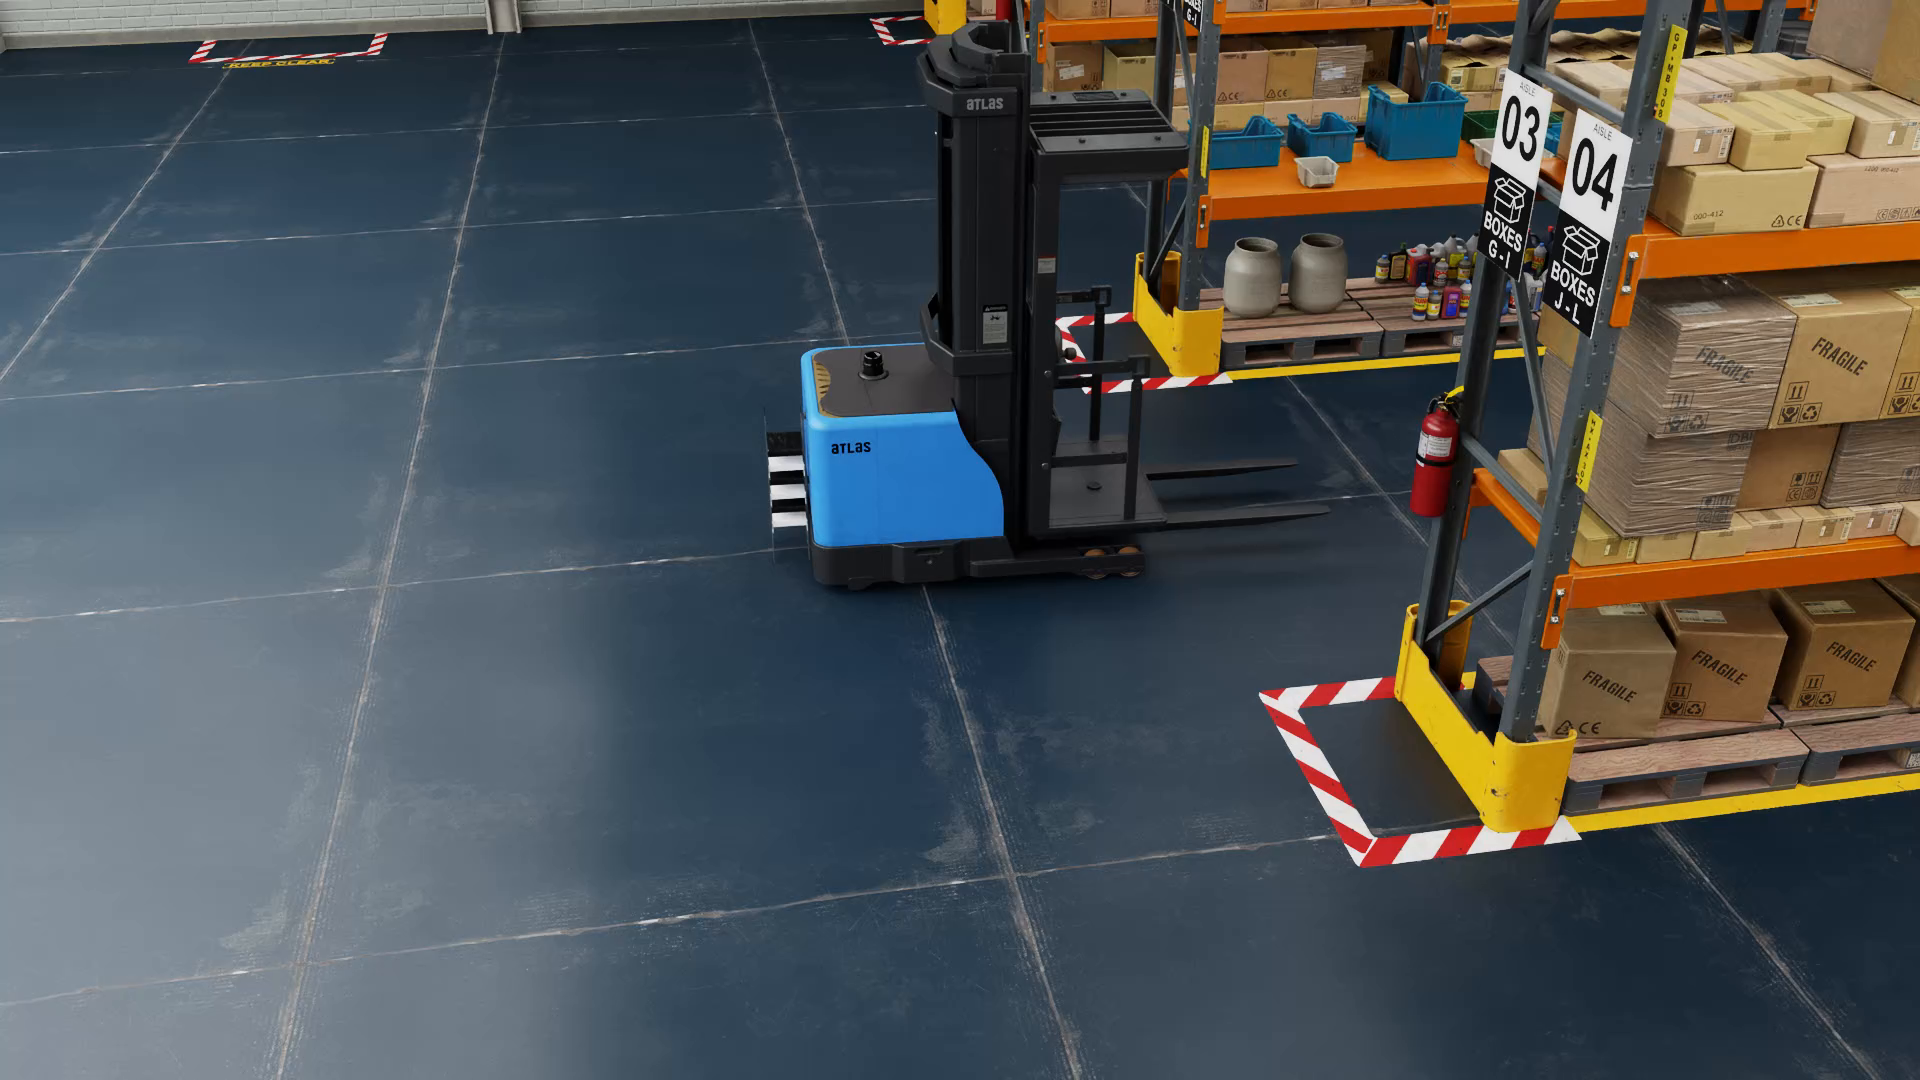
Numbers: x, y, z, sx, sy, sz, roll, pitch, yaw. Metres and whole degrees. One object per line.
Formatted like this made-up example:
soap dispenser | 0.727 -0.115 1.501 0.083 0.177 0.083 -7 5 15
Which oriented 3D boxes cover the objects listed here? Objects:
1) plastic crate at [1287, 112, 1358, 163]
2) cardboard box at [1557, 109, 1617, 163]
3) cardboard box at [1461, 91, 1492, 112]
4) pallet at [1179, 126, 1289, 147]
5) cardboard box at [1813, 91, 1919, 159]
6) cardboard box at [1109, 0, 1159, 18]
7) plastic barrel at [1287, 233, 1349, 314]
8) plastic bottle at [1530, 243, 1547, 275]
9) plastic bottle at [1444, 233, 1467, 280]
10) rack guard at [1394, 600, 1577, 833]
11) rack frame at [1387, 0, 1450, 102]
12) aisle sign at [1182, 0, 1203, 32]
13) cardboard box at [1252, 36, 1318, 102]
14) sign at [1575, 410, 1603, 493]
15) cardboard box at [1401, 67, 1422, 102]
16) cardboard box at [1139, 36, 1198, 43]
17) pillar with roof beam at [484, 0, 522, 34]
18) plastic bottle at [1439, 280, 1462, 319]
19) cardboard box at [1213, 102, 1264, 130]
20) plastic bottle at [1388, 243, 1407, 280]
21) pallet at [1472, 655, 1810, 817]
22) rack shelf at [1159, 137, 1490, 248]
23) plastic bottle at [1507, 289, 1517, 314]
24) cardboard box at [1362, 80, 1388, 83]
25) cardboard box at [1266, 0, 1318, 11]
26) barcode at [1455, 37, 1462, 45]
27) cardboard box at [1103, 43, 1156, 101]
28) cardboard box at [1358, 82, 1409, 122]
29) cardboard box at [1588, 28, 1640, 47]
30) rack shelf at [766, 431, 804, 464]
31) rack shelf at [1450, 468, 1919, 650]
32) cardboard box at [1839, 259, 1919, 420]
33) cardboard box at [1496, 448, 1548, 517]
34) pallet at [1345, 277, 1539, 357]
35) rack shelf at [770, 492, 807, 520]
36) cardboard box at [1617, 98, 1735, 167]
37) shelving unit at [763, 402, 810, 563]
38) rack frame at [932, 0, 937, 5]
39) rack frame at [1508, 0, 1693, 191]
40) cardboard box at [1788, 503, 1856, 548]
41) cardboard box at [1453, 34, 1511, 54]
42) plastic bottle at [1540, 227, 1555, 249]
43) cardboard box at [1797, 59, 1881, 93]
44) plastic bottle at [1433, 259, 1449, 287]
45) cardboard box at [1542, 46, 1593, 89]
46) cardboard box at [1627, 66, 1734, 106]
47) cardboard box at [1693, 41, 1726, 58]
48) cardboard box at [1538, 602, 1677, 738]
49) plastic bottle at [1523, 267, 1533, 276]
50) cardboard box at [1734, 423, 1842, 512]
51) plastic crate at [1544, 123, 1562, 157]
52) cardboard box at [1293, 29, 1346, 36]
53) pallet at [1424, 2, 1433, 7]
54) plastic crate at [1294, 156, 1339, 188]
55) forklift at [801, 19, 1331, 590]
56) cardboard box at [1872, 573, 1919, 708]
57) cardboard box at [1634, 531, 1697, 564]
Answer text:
plastic crate | 2.601 -2.907 11.996 0.408 0.251 0.499 -5 31 -9
cardboard box | 2.843 -1.650 6.899 0.500 0.250 0.500 -5 31 -8
cardboard box | 5.010 -4.464 16.796 0.500 0.250 0.500 -6 31 -10
pallet | 2.576 -4.188 16.779 1.213 0.211 1.003 -5 31 -9
cardboard box | 3.507 -1.610 6.439 0.250 0.149 0.380 -4 31 -7
cardboard box | 1.611 -5.320 15.854 0.500 0.500 0.700 -5 31 -8
plastic barrel | 2.649 -1.973 12.300 0.421 0.512 0.421 0 30 0
plastic bottle | 4.468 -2.159 12.834 0.097 0.271 0.097 0 30 0
plastic bottle | 3.802 -2.193 12.814 0.185 0.351 0.144 -4 31 -7
rack guard | 2.490 0.820 7.977 0.348 0.500 1.175 -5 31 -9
rack frame | 4.569 -5.555 16.353 0.127 3.000 1.000 -5 31 -9
aisle sign | 1.505 -3.688 10.613 0.004 0.787 0.394 -5 31 -9
cardboard box | 3.167 -4.636 16.347 0.500 0.500 0.500 -5 31 -9
sign | 2.513 -0.353 6.652 0.005 0.325 0.100 -5 31 -9
cardboard box | 4.924 -4.733 17.254 0.500 0.250 0.500 -6 31 -9
cardboard box | 2.089 -4.805 16.636 0.500 0.500 0.500 -5 31 -9
pillar with roof beam | -4.855 -8.047 14.671 0.400 9.000 9.100 -5 31 -9
plastic bottle | 3.588 -1.761 12.145 0.133 0.283 0.061 -5 31 -8
cardboard box | 2.678 -4.260 16.448 0.500 0.250 0.500 -5 31 -9
plastic bottle | 3.362 -2.145 12.799 0.133 0.283 0.061 -5 31 -8
pallet | 3.295 0.888 8.146 1.213 0.211 1.003 -5 31 -9
rack shelf | 3.490 -2.593 12.024 4.000 0.370 1.077 -5 31 -9
plastic bottle | 4.097 -1.782 12.262 0.097 0.201 0.097 0 30 0
cardboard box | 4.058 -4.660 17.128 0.500 0.250 0.500 -5 31 -9
cardboard box | 3.122 -5.460 16.091 0.500 0.500 0.700 -5 31 -8
barcode | 4.895 -4.897 16.318 0.075 0.075 0.001 -5 31 -9
cardboard box | 1.693 -4.494 16.106 0.500 0.500 0.500 -5 31 -9
cardboard box | 4.152 -4.400 16.686 0.500 0.250 0.500 -5 31 -9
cardboard box | 6.918 -5.159 17.424 0.500 0.311 0.500 -6 31 -10
rack shelf | -0.991 -0.528 9.407 0.200 0.077 0.258 -4 31 -6
rack shelf | 4.382 -0.123 7.824 4.000 0.370 1.077 -5 31 -9
cardboard box | 3.990 -0.856 6.982 0.500 0.500 0.500 -5 31 -9
cardboard box | 2.658 -0.271 7.614 0.250 0.149 0.380 -5 31 -9
pallet | 3.587 -1.730 12.598 1.213 0.211 1.003 -5 31 -9
rack shelf | -0.991 -0.217 9.590 0.200 0.077 0.258 -4 31 -6
cardboard box | 2.727 -1.561 6.355 0.250 0.149 0.380 -6 31 -9
shelving unit | -0.991 -0.324 9.527 0.210 0.900 0.258 -4 31 -6
rack frame | -0.262 -7.660 19.932 0.127 3.000 1.000 -5 31 -9
rack frame | 2.415 -2.837 5.811 0.127 3.000 1.000 -5 31 -9
cardboard box | 3.725 -0.131 7.375 0.250 0.149 0.380 -5 31 -9
cardboard box | 5.426 -5.023 17.193 0.500 0.311 0.500 -4 31 -8
plastic bottle | 4.589 -2.266 12.939 0.185 0.351 0.144 -4 31 -8
cardboard box | 3.667 -1.872 6.884 0.250 0.149 0.380 -5 31 -8
plastic bottle | 3.680 -2.051 12.720 0.097 0.201 0.097 0 30 0
cardboard box | 6.022 -4.797 16.809 0.500 0.311 0.500 -6 31 -11
cardboard box | 2.909 -1.797 6.757 0.250 0.149 0.380 -6 31 -11
cardboard box | 7.522 -4.937 17.046 0.500 0.311 0.500 -6 31 -10
cardboard box | 3.032 0.597 7.941 0.500 0.500 0.500 0 30 0
plastic bottle | 4.189 -1.895 12.373 0.133 0.283 0.061 -5 31 -9
cardboard box | 3.431 -0.564 7.472 0.500 0.500 0.875 -5 31 -9
plastic crate | 4.418 -2.785 11.788 0.616 0.251 0.499 -5 31 -9
cardboard box | 3.566 -4.939 16.862 0.500 0.500 0.500 -5 31 -9
pallet | 5.641 -7.008 21.574 1.213 0.211 1.003 -5 31 -9
plastic crate | 2.461 -2.528 11.464 0.250 0.136 0.298 -5 31 -9
forklift | 0.625 -1.305 9.193 3.031 2.935 1.130 -4 31 -6
cardboard box | 4.790 0.449 8.193 0.500 0.500 0.500 -8 31 -13
cardboard box | 2.987 -0.063 7.260 0.250 0.149 0.380 -5 31 -9
